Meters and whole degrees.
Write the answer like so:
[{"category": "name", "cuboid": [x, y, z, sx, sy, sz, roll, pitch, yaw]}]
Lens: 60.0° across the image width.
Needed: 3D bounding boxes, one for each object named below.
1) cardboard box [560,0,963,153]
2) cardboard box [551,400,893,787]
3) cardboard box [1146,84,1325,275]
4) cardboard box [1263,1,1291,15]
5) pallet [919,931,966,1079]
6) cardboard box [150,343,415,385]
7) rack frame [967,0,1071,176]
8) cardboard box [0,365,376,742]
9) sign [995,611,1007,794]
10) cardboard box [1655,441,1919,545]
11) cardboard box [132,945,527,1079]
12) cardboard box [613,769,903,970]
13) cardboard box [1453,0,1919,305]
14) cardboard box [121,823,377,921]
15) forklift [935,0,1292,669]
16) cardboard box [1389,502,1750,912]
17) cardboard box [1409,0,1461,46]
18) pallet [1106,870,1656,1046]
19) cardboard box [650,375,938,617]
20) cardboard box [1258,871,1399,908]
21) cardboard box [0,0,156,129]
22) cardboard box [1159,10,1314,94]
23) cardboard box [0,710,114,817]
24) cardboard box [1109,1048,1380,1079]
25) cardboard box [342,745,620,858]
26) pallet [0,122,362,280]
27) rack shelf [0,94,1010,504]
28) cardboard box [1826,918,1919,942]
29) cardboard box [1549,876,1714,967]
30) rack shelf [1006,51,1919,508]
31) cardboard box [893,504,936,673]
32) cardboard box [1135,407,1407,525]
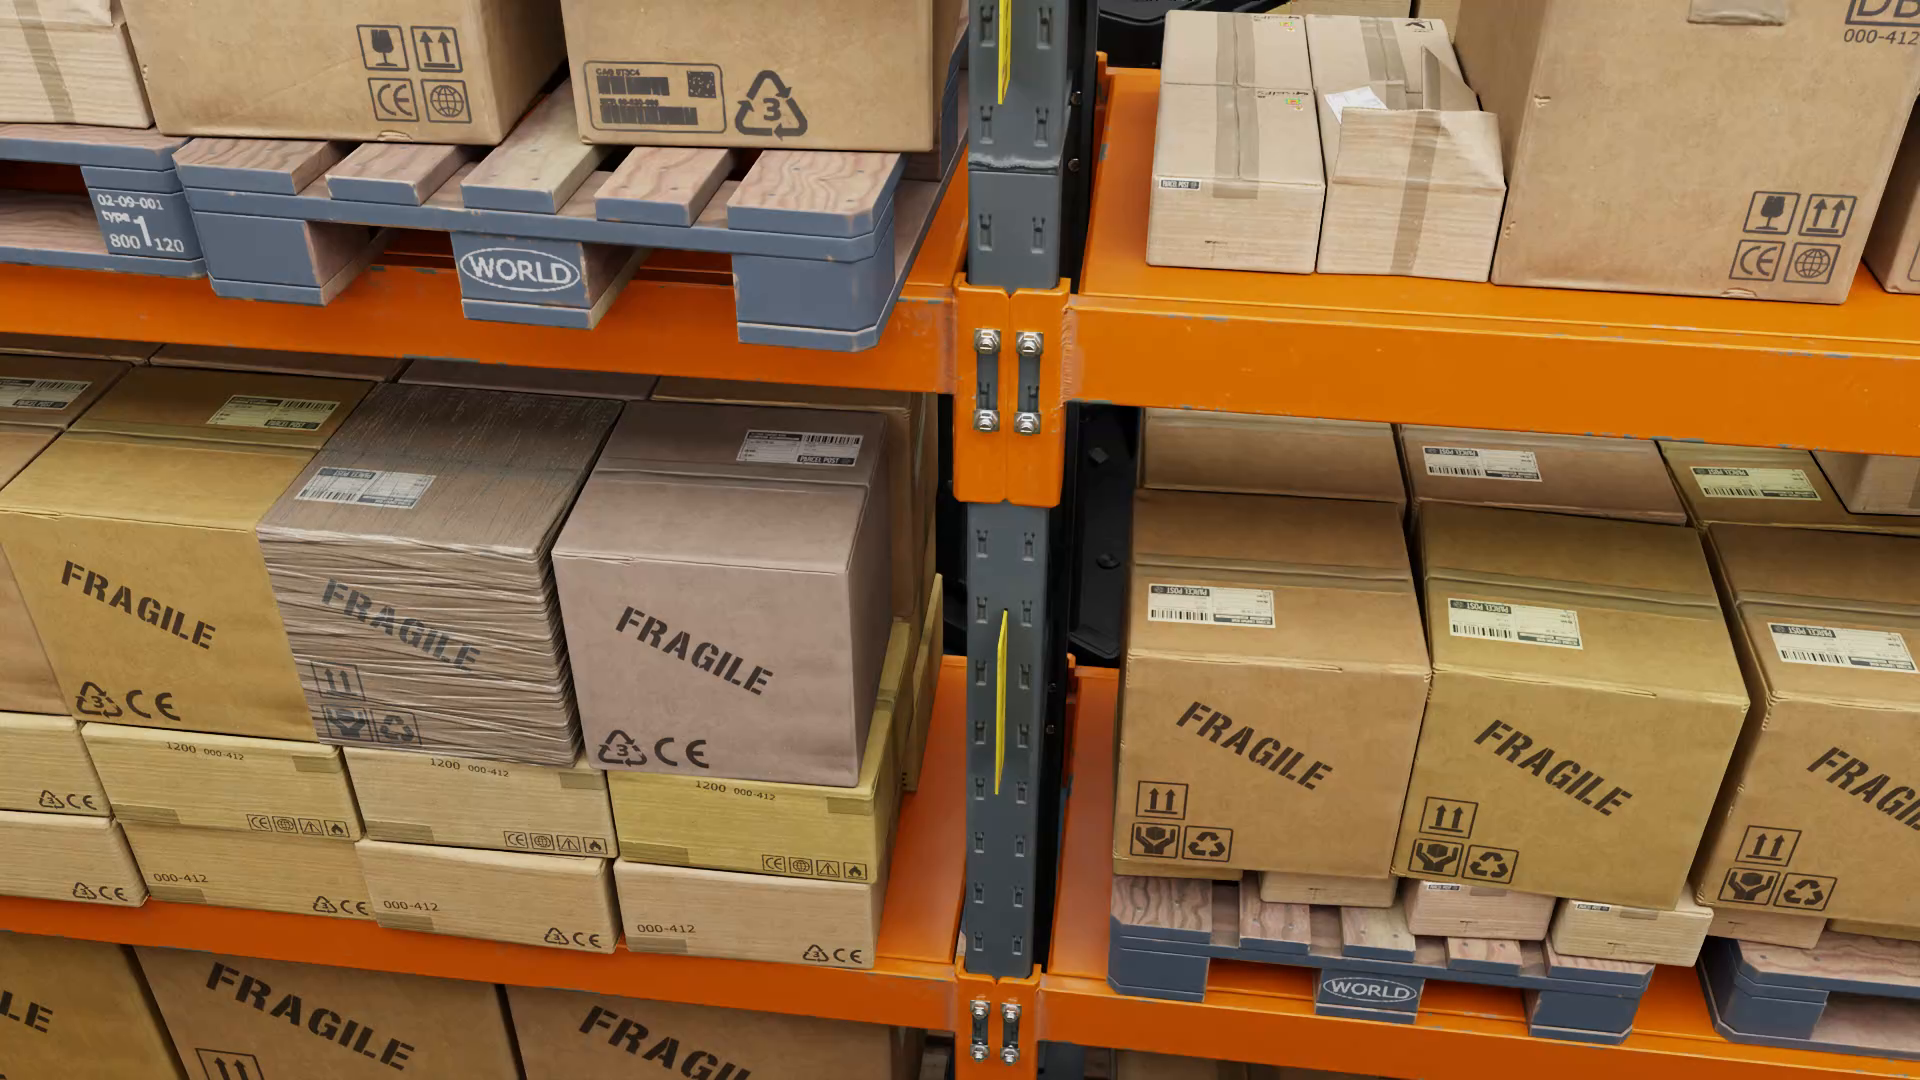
[{"category": "cardboard box", "cuboid": [-0.257, -0.948, 2.464, 0.637, 0.503, 0.797, 2, 36, 3]}, {"category": "cardboard box", "cuboid": [-0.410, 0.091, 3.093, 0.500, 0.500, 0.500, 3, 36, 5]}, {"category": "cardboard box", "cuboid": [0.427, -0.571, 2.602, 0.250, 0.149, 0.380, 4, 36, 6]}, {"category": "cardboard box", "cuboid": [1.171, -2.388, 7.213, 0.500, 0.250, 0.500, 4, 36, 6]}, {"category": "pallet", "cuboid": [-0.636, 1.460, 4.523, 1.213, 0.211, 1.003, 4, 36, 6]}, {"category": "cardboard box", "cuboid": [-1.326, -0.277, 3.609, 0.500, 0.500, 0.500, 5, 36, 7]}, {"category": "rack frame", "cuboid": [0.136, -2.015, 1.827, 0.127, 3.000, 1.000, 4, 36, 6]}, {"category": "cardboard box", "cuboid": [-1.411, 0.018, 3.196, 0.500, 0.500, 0.500, 4, 36, 6]}, {"category": "sign", "cuboid": [0.069, 0.275, 2.785, 0.005, 0.325, 0.100, 4, 36, 6]}, {"category": "cardboard box", "cuboid": [1.638, 0.036, 3.414, 0.500, 0.500, 0.500, 2, 36, 3]}, {"category": "cardboard box", "cuboid": [-1.422, 0.953, 4.300, 0.875, 0.875, 0.875, 5, 36, 7]}, {"category": "cardboard box", "cuboid": [-0.398, 0.600, 3.457, 0.500, 0.250, 0.500, 3, 36, 4]}, {"category": "cardboard box", "cuboid": [1.075, -0.759, 2.563, 0.500, 0.500, 0.700, 4, 36, 6]}, {"category": "cardboard box", "cuboid": [-1.404, 0.525, 3.562, 0.500, 0.250, 0.500, 4, 36, 5]}, {"category": "forklift", "cuboid": [0.498, -0.918, 5.514, 3.031, 2.935, 1.130, 27, 43, 32]}, {"category": "cardboard box", "cuboid": [1.071, 0.295, 3.051, 0.500, 0.500, 0.500, 6, 36, 8]}, {"category": "cardboard box", "cuboid": [2.187, -2.316, 7.111, 0.500, 0.250, 0.500, 3, 36, 5]}, {"category": "pallet", "cuboid": [0.857, 0.496, 3.638, 1.003, 0.211, 1.213, 4, 36, 6]}, {"category": "cardboard box", "cuboid": [-0.322, -0.198, 3.499, 0.500, 0.500, 0.500, 3, 36, 4]}, {"category": "cardboard box", "cuboid": [0.711, 0.529, 3.281, 0.250, 0.149, 0.380, 2, 36, 3]}, {"category": "cardboard box", "cuboid": [-1.274, -0.811, 2.476, 0.258, 0.266, 0.396, 3, 36, 5]}, {"category": "cardboard box", "cuboid": [0.476, -0.790, 2.909, 0.250, 0.149, 0.380, 4, 36, 6]}, {"category": "cardboard box", "cuboid": [-1.911, 0.295, 3.454, 0.500, 0.250, 0.500, 3, 36, 5]}, {"category": "cardboard box", "cuboid": [0.696, 1.373, 4.145, 0.625, 0.372, 0.950, 2, 36, 3]}, {"category": "cardboard box", "cuboid": [-0.885, 0.359, 3.364, 0.500, 0.250, 0.500, 3, 36, 5]}, {"category": "pallet", "cuboid": [-1.619, -0.816, 2.891, 1.213, 0.211, 1.003, 6, 36, 8]}, {"category": "rack shelf", "cuboid": [-1.847, -0.649, 3.115, 4.000, 0.370, 1.077, 4, 36, 6]}, {"category": "cardboard box", "cuboid": [1.781, 0.580, 3.210, 0.250, 0.149, 0.380, 6, 36, 8]}, {"category": "cardboard box", "cuboid": [1.247, 0.608, 3.170, 0.250, 0.149, 0.380, 4, 36, 6]}, {"category": "rack shelf", "cuboid": [2.120, -0.354, 2.700, 4.000, 0.370, 1.077, 4, 36, 6]}, {"category": "cardboard box", "cuboid": [-0.335, 0.104, 3.720, 0.500, 0.250, 0.500, 4, 36, 6]}, {"category": "cardboard box", "cuboid": [0.623, -0.033, 3.510, 0.500, 0.500, 0.500, 3, 36, 5]}]
